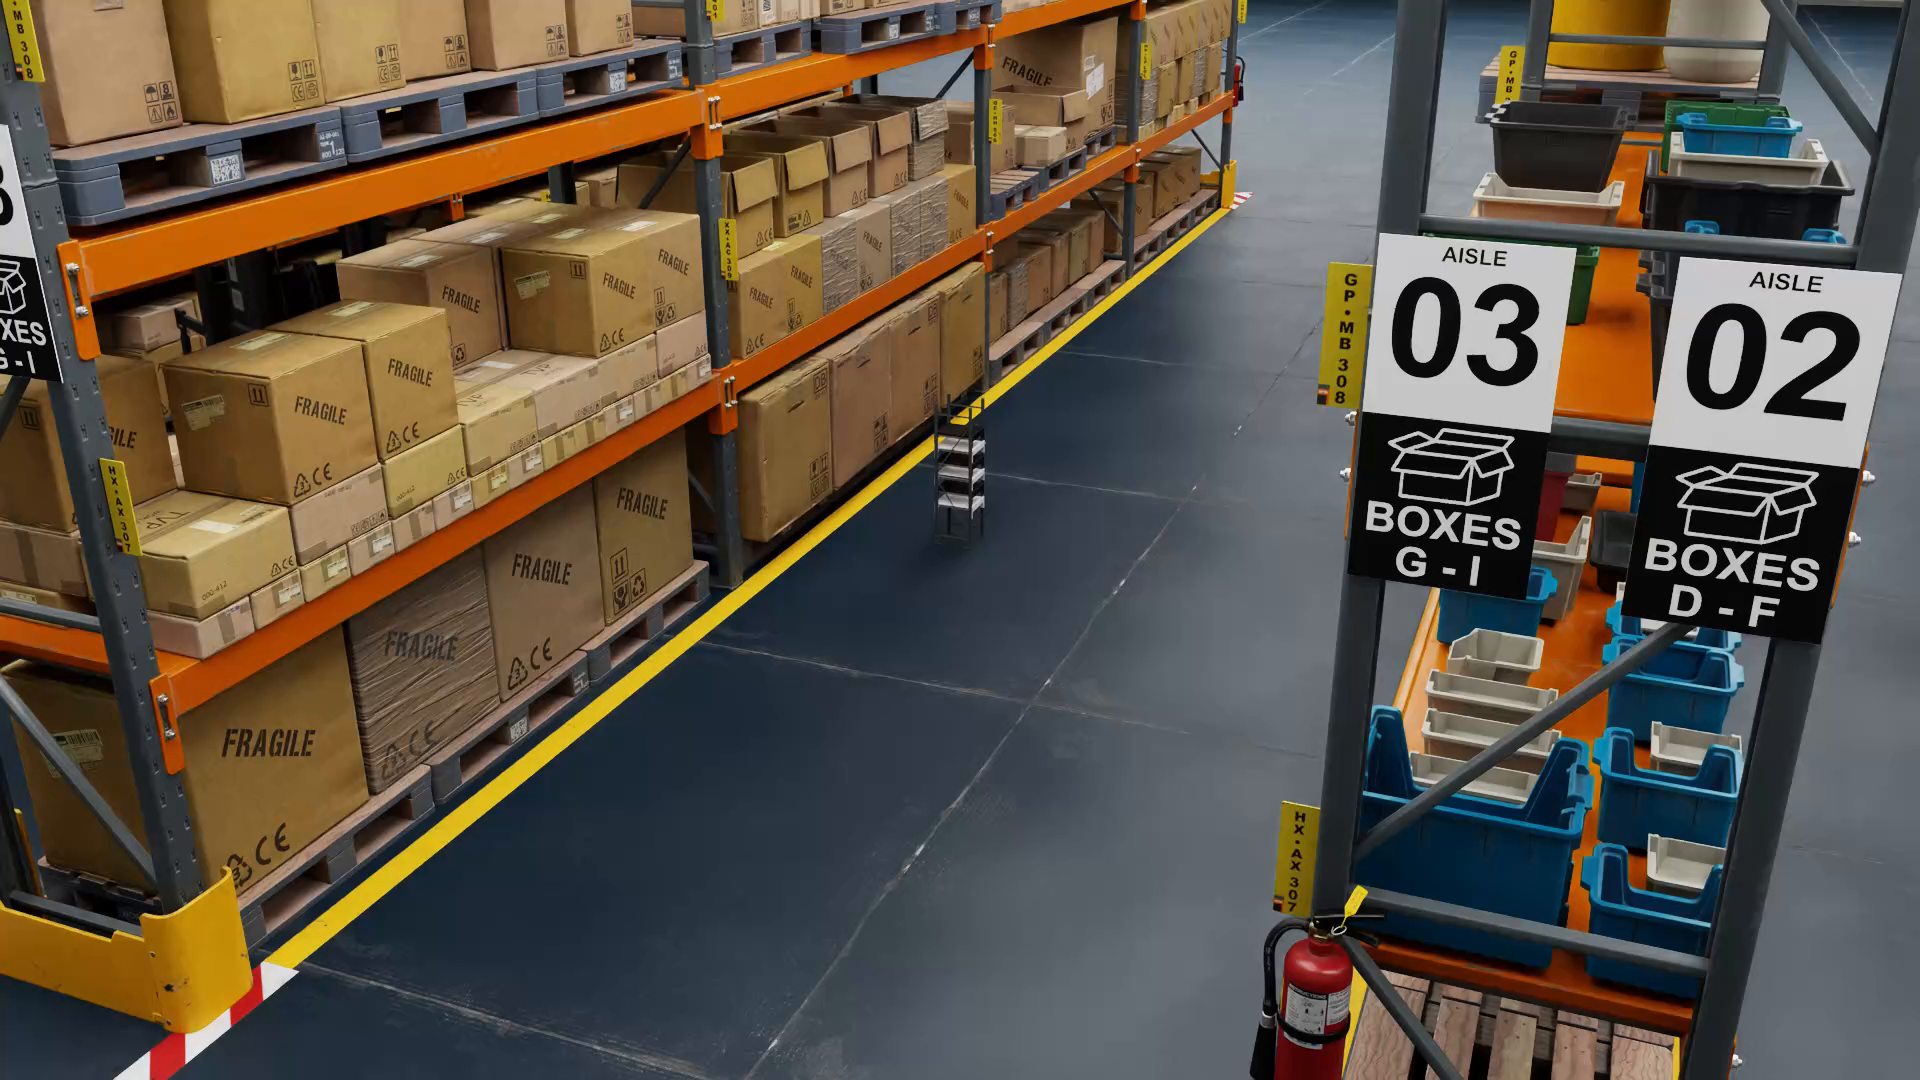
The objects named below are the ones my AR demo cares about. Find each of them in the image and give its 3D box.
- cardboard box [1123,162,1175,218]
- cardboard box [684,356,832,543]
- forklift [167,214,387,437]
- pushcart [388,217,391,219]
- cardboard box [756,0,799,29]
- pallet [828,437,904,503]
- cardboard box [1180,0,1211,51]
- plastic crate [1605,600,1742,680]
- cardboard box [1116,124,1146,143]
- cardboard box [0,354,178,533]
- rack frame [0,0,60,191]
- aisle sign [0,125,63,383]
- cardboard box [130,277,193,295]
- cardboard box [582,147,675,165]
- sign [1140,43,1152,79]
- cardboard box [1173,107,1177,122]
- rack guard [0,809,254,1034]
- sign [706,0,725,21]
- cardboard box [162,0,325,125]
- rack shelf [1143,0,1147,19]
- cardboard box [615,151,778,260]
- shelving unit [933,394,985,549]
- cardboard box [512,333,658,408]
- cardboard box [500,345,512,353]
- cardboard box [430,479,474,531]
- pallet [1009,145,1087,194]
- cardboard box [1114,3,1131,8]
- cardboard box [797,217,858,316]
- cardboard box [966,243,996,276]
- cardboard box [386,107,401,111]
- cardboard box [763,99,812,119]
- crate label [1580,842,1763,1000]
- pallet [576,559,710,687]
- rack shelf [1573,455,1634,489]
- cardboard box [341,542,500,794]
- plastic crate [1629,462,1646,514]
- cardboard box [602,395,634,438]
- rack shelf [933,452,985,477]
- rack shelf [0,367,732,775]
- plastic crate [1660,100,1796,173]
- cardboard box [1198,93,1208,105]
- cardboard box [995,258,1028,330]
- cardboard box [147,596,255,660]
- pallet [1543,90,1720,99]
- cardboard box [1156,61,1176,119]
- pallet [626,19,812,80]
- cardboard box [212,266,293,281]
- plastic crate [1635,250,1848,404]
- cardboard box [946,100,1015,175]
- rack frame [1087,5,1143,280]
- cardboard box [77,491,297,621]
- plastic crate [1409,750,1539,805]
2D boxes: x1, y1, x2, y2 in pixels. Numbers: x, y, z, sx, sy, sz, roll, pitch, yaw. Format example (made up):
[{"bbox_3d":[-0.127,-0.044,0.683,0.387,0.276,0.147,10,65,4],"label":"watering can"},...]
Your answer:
[{"bbox_3d":[2.026,-3.855,18.285,0.500,0.500,0.500,11,25,25],"label":"cardboard box"},{"bbox_3d":[-1.524,-0.627,10.071,1.225,0.875,0.875,9,24,20],"label":"cardboard box"},{"bbox_3d":[-4.181,-1.553,10.165,1.130,2.935,3.031,-21,30,-40],"label":"forklift"},{"bbox_3d":[-5.837,-3.945,19.204,1.648,0.377,0.936,1,23,2],"label":"pushcart"},{"bbox_3d":[-1.252,-3.098,9.454,0.500,0.311,0.500,8,24,18],"label":"cardboard box"},{"bbox_3d":[-1.075,-0.620,11.460,1.003,0.211,1.213,9,24,20],"label":"pallet"},{"bbox_3d":[2.371,-5.530,17.784,0.500,0.500,0.500,9,24,20],"label":"cardboard box"},{"bbox_3d":[2.368,0.389,5.567,0.416,0.233,0.300,9,24,20],"label":"plastic crate"},{"bbox_3d":[1.588,-3.962,16.170,0.380,0.149,0.250,9,24,20],"label":"cardboard box"},{"bbox_3d":[-3.292,-0.376,6.094,0.500,0.500,0.500,9,24,21],"label":"cardboard box"},{"bbox_3d":[-3.229,-2.518,4.604,1.000,3.000,0.127,9,24,20],"label":"rack frame"},{"bbox_3d":[-2.977,-0.881,5.094,0.394,0.787,0.004,9,24,20],"label":"aisle sign"},{"bbox_3d":[-6.065,-1.799,12.390,0.500,0.250,0.500,10,25,23],"label":"cardboard box"},{"bbox_3d":[-3.486,-3.711,17.617,1.050,0.750,0.750,9,24,20],"label":"cardboard box"},{"bbox_3d":[1.745,-4.500,15.630,0.100,0.325,0.005,9,24,20],"label":"sign"},{"bbox_3d":[2.029,-4.413,17.249,0.380,0.149,0.250,9,24,20],"label":"cardboard box"},{"bbox_3d":[-3.238,1.412,6.221,1.175,0.500,0.348,9,24,20],"label":"rack guard"},{"bbox_3d":[-1.227,-2.762,8.305,0.100,0.325,0.005,9,24,20],"label":"sign"},{"bbox_3d":[-2.765,-1.798,5.967,0.700,0.500,0.500,8,24,18],"label":"cardboard box"},{"bbox_3d":[1.971,-5.812,17.315,1.077,0.370,4.000,9,24,20],"label":"rack shelf"},{"bbox_3d":[-1.514,-1.920,9.524,0.797,0.503,0.637,8,24,19],"label":"cardboard box"},{"bbox_3d":[-0.003,-0.412,10.070,0.258,0.900,0.210,9,24,20],"label":"shelving unit"},{"bbox_3d":[-1.853,-0.868,8.246,0.500,0.250,0.500,10,24,22],"label":"cardboard box"},{"bbox_3d":[-2.350,-0.942,8.421,0.500,0.250,0.500,9,24,20],"label":"cardboard box"},{"bbox_3d":[-2.315,-0.174,7.102,0.380,0.149,0.250,8,24,19],"label":"cardboard box"},{"bbox_3d":[0.440,-3.239,14.361,1.003,0.211,1.213,9,24,20],"label":"pallet"},{"bbox_3d":[1.511,-5.247,17.108,0.500,0.500,0.500,9,24,20],"label":"cardboard box"},{"bbox_3d":[-0.968,-1.716,10.336,0.500,0.500,0.500,8,24,19],"label":"cardboard box"},{"bbox_3d":[-0.036,-2.253,13.450,0.500,0.250,0.500,10,25,22],"label":"cardboard box"},{"bbox_3d":[-4.581,-3.471,13.676,0.380,0.149,0.250,8,24,18],"label":"cardboard box"},{"bbox_3d":[-2.369,-4.868,20.225,0.875,0.875,0.875,8,24,19],"label":"cardboard box"},{"bbox_3d":[1.767,0.967,4.182,0.416,0.233,0.303,9,24,20],"label":"crate label"},{"bbox_3d":[-2.098,0.366,9.100,1.003,0.211,1.213,9,24,20],"label":"pallet"},{"bbox_3d":[3.598,-0.856,9.341,1.077,0.370,4.000,9,24,20],"label":"rack shelf"},{"bbox_3d":[-2.727,0.470,7.444,0.875,0.875,0.875,9,24,20],"label":"cardboard box"},{"bbox_3d":[2.999,-0.277,6.964,0.392,0.384,0.575,9,24,20],"label":"plastic crate"},{"bbox_3d":[-1.839,-0.634,8.201,0.380,0.149,0.250,9,24,21],"label":"cardboard box"},{"bbox_3d":[-0.003,-0.465,10.048,0.258,0.077,0.200,9,24,20],"label":"rack shelf"},{"bbox_3d":[-2.486,-0.134,7.612,1.077,0.370,4.000,9,24,20],"label":"rack shelf"},{"bbox_3d":[2.979,-1.564,6.485,0.450,0.188,0.662,9,24,20],"label":"plastic crate"},{"bbox_3d":[2.554,-4.955,18.546,0.380,0.149,0.250,9,24,20],"label":"cardboard box"},{"bbox_3d":[0.167,-2.105,14.071,0.700,0.500,0.500,7,24,16],"label":"cardboard box"},{"bbox_3d":[-2.791,0.286,5.999,0.380,0.149,0.250,9,24,21],"label":"cardboard box"},{"bbox_3d":[3.474,-2.470,8.625,1.003,0.211,1.213,9,24,20],"label":"pallet"},{"bbox_3d":[1.671,-4.554,16.745,0.875,0.500,0.500,9,24,20],"label":"cardboard box"},{"bbox_3d":[-1.448,-2.812,9.448,0.805,0.209,1.217,8,24,18],"label":"pallet"},{"bbox_3d":[-5.402,-1.914,12.665,0.500,0.250,0.500,10,25,22],"label":"cardboard box"},{"bbox_3d":[1.771,-0.463,3.744,0.497,0.269,0.590,9,24,20],"label":"plastic crate"},{"bbox_3d":[0.021,-3.266,13.502,0.700,0.500,0.500,13,26,28],"label":"cardboard box"},{"bbox_3d":[1.228,-4.044,16.041,1.000,3.000,0.127,9,24,20],"label":"rack frame"},{"bbox_3d":[-2.800,0.049,6.050,0.500,0.250,0.500,8,24,19],"label":"cardboard box"},{"bbox_3d":[1.504,0.735,4.862,0.396,0.136,0.243,9,24,20],"label":"plastic crate"}]
